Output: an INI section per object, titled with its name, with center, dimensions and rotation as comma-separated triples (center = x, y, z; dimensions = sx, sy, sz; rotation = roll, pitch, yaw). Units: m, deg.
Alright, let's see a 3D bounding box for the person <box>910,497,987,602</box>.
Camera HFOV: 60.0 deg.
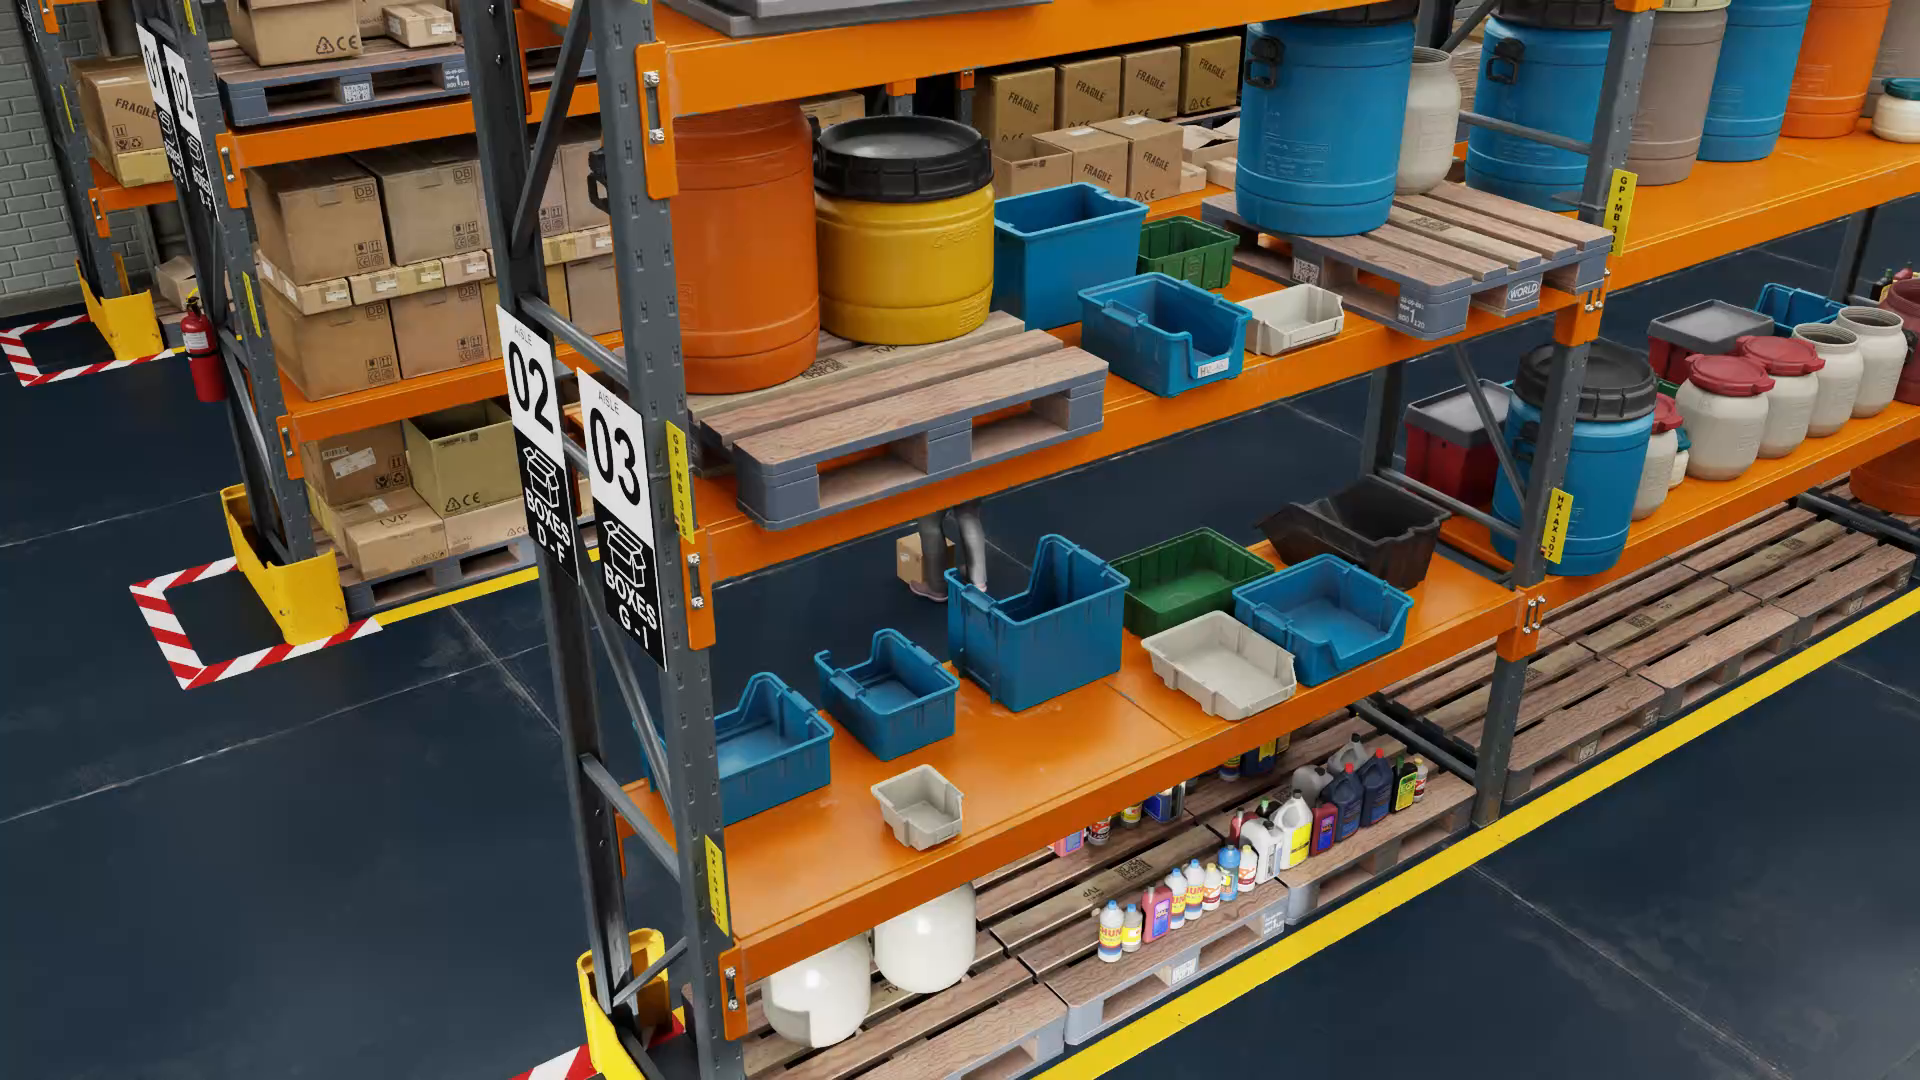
[person]
center = -0.076, -0.417, 9.388
dimensions = 0.523, 1.655, 0.393
rotation = -20, 35, -32
